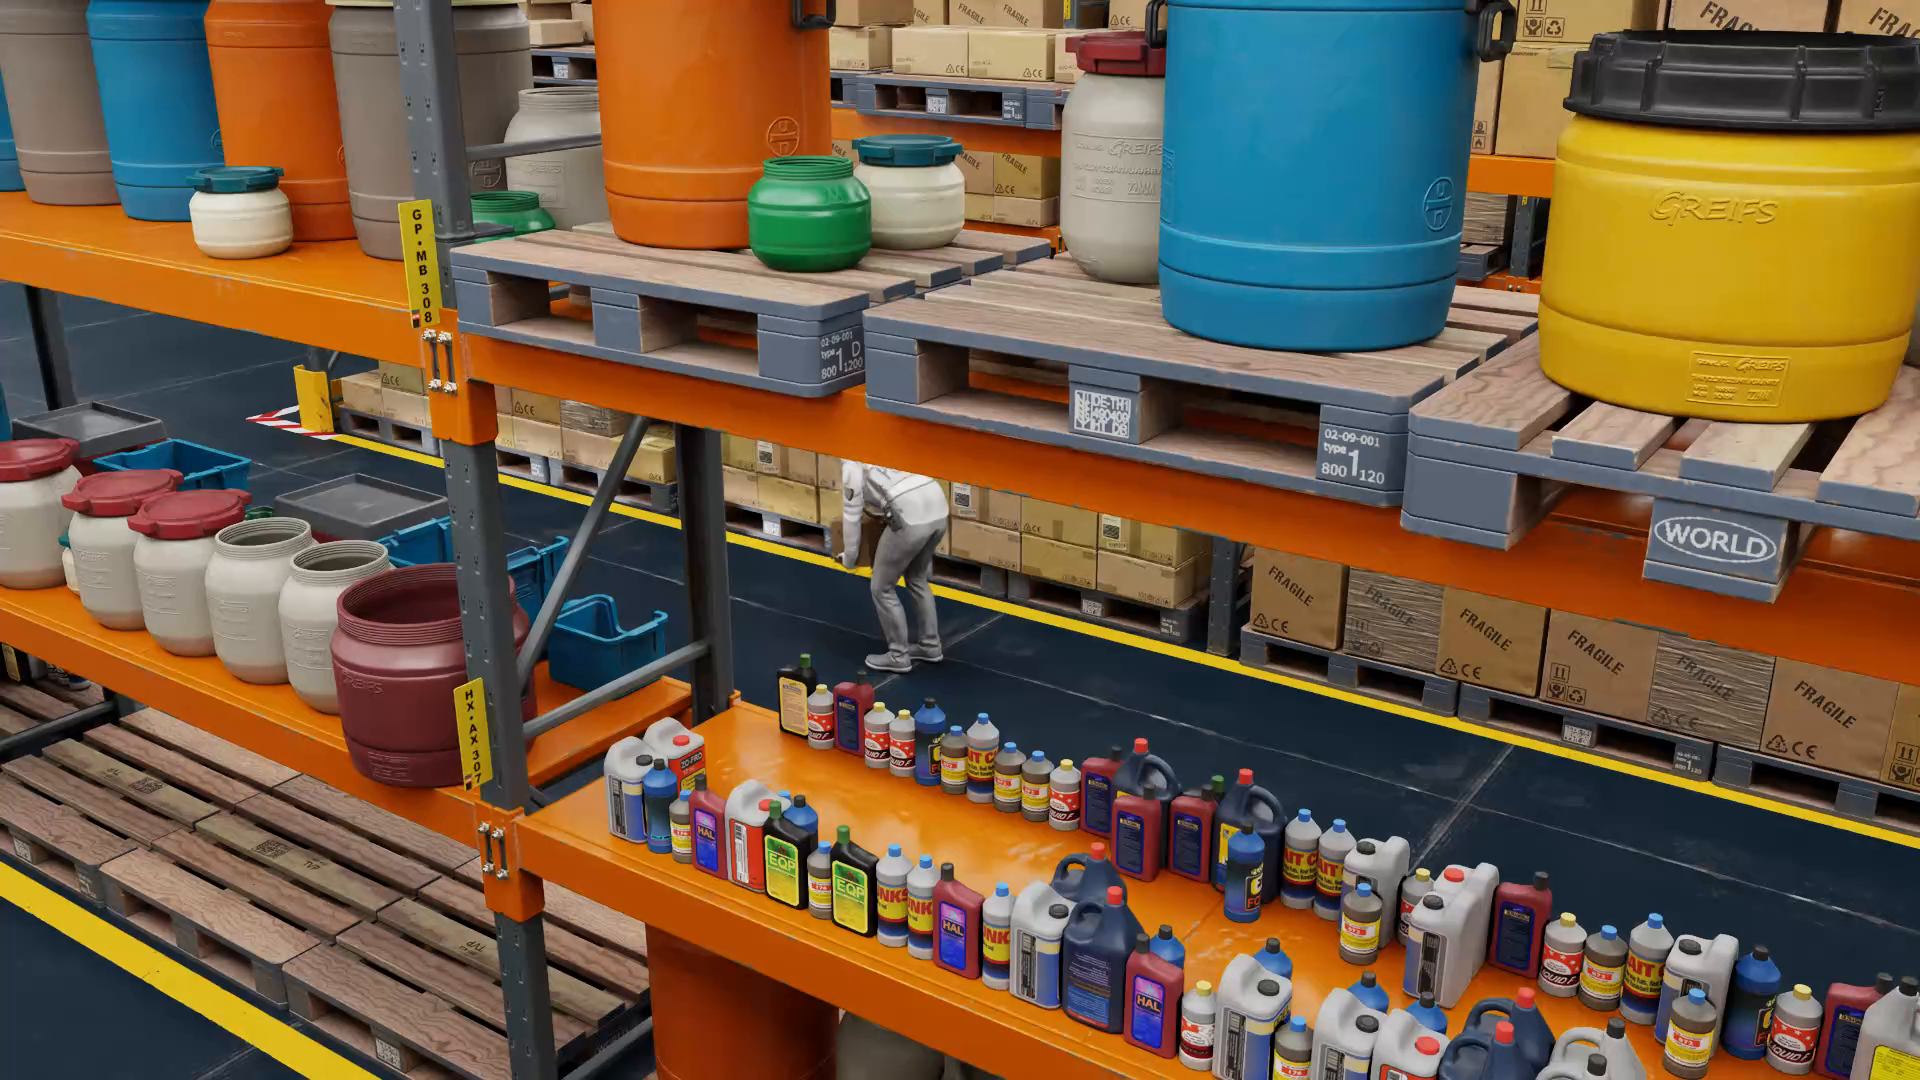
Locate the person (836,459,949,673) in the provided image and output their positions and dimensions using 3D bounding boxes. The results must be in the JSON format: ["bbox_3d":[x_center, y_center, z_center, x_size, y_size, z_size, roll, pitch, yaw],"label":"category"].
[{"bbox_3d":[-0.441,-0.020,8.984,0.813,1.429,0.412,13,23,31],"label":"person"}]
